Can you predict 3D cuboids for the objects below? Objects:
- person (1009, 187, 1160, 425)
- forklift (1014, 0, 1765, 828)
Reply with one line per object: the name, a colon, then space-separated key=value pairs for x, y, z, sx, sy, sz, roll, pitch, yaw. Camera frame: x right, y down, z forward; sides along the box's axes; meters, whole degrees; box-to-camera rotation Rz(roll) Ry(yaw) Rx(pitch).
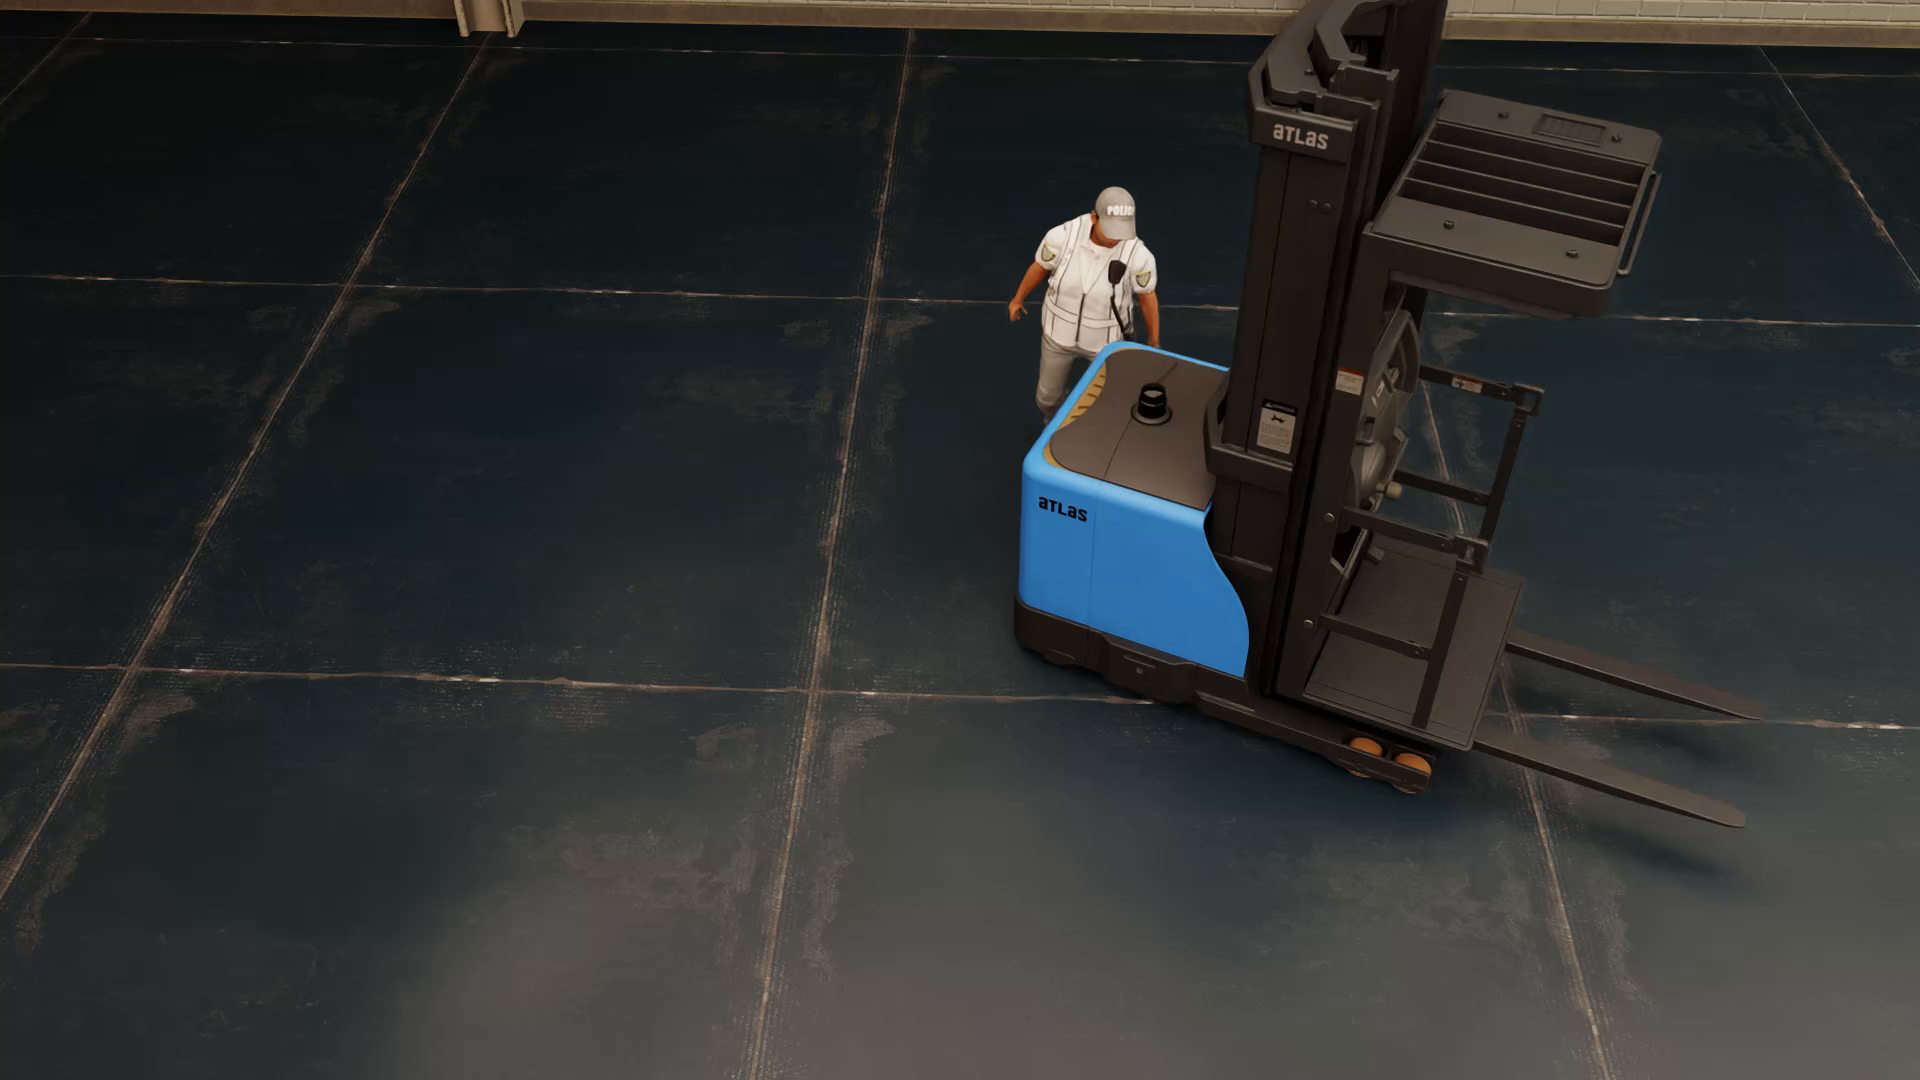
person: x=0.615 y=-0.979 z=7.842 sx=0.839 sy=1.651 sz=0.498 roll=13 pitch=44 yaw=14
forklift: x=1.793 y=-0.462 z=6.248 sx=3.031 sy=2.935 sz=1.130 roll=18 pitch=45 yaw=19
